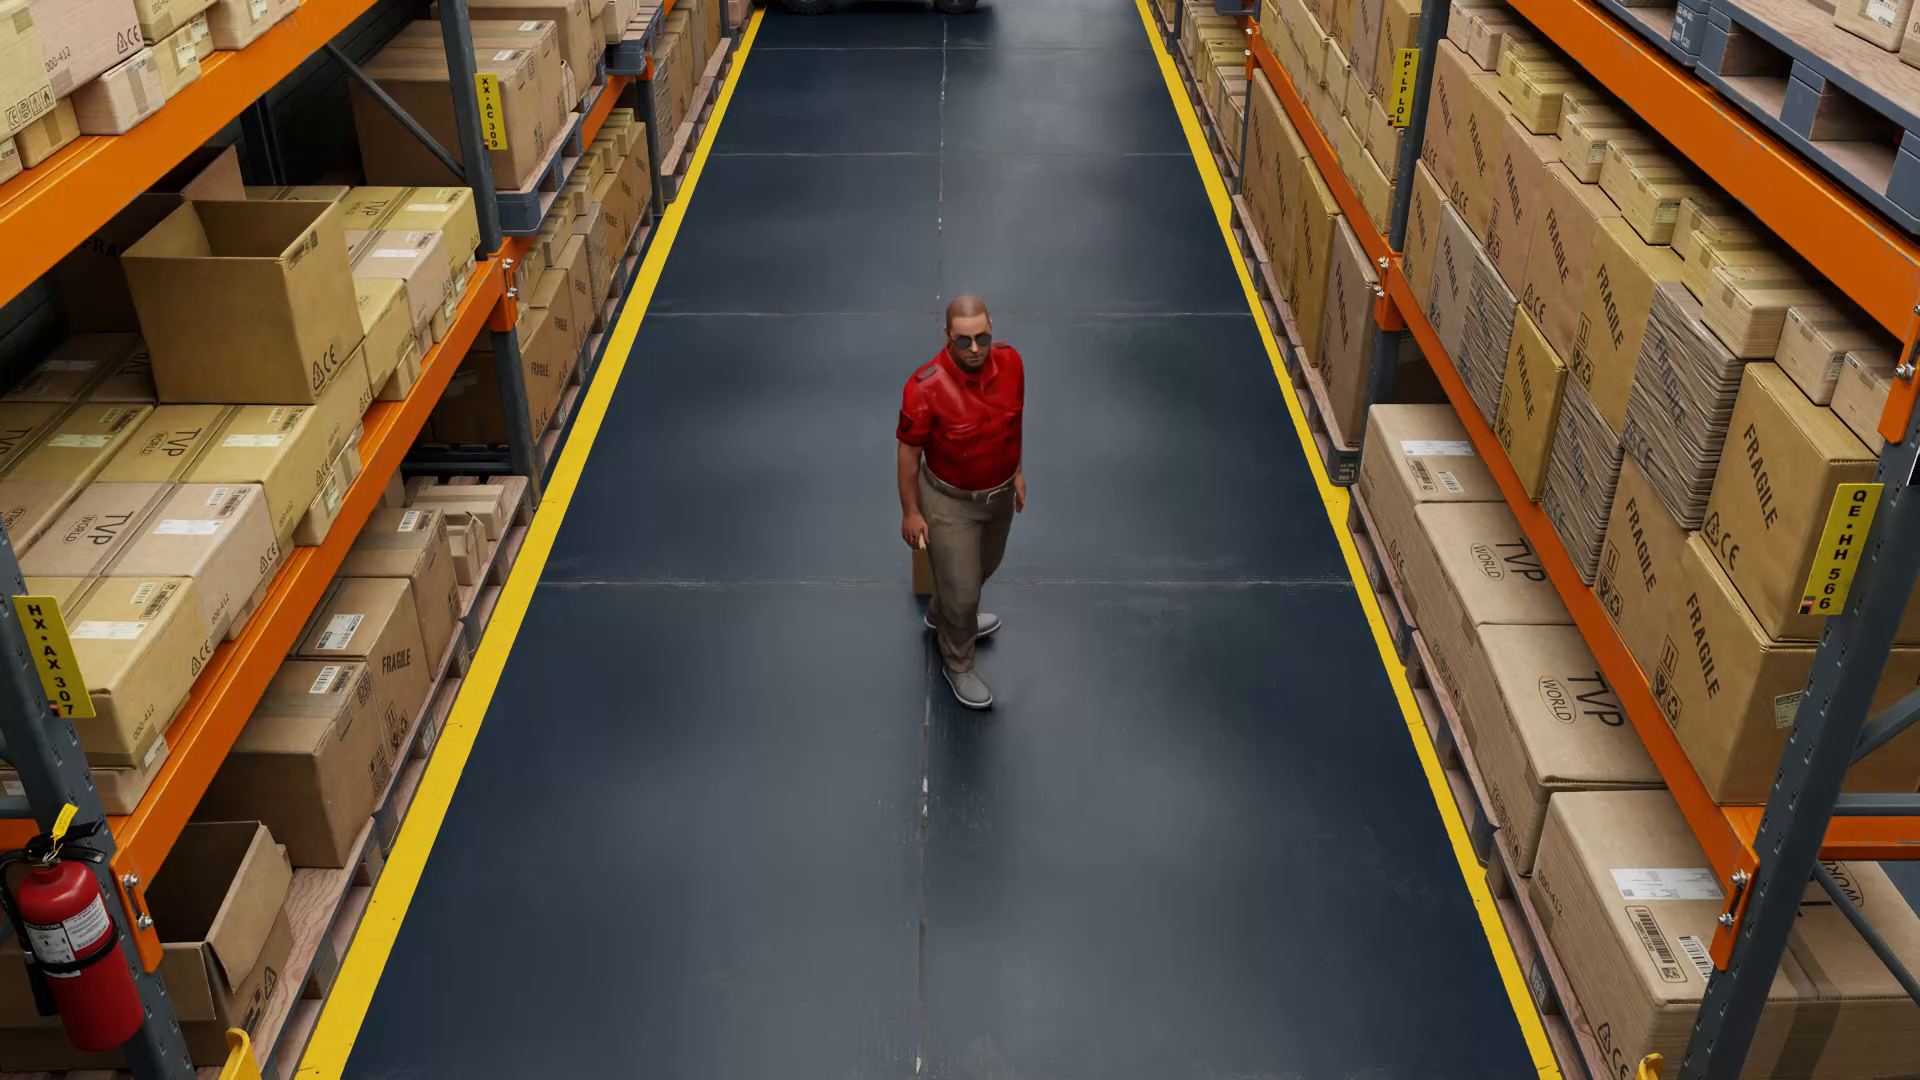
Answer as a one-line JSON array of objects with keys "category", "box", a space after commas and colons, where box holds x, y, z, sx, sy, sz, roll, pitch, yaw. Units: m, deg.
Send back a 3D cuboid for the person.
[{"category": "person", "box": [0.056, -0.437, 6.228, 0.569, 1.042, 0.316, -23, 38, -33]}]
